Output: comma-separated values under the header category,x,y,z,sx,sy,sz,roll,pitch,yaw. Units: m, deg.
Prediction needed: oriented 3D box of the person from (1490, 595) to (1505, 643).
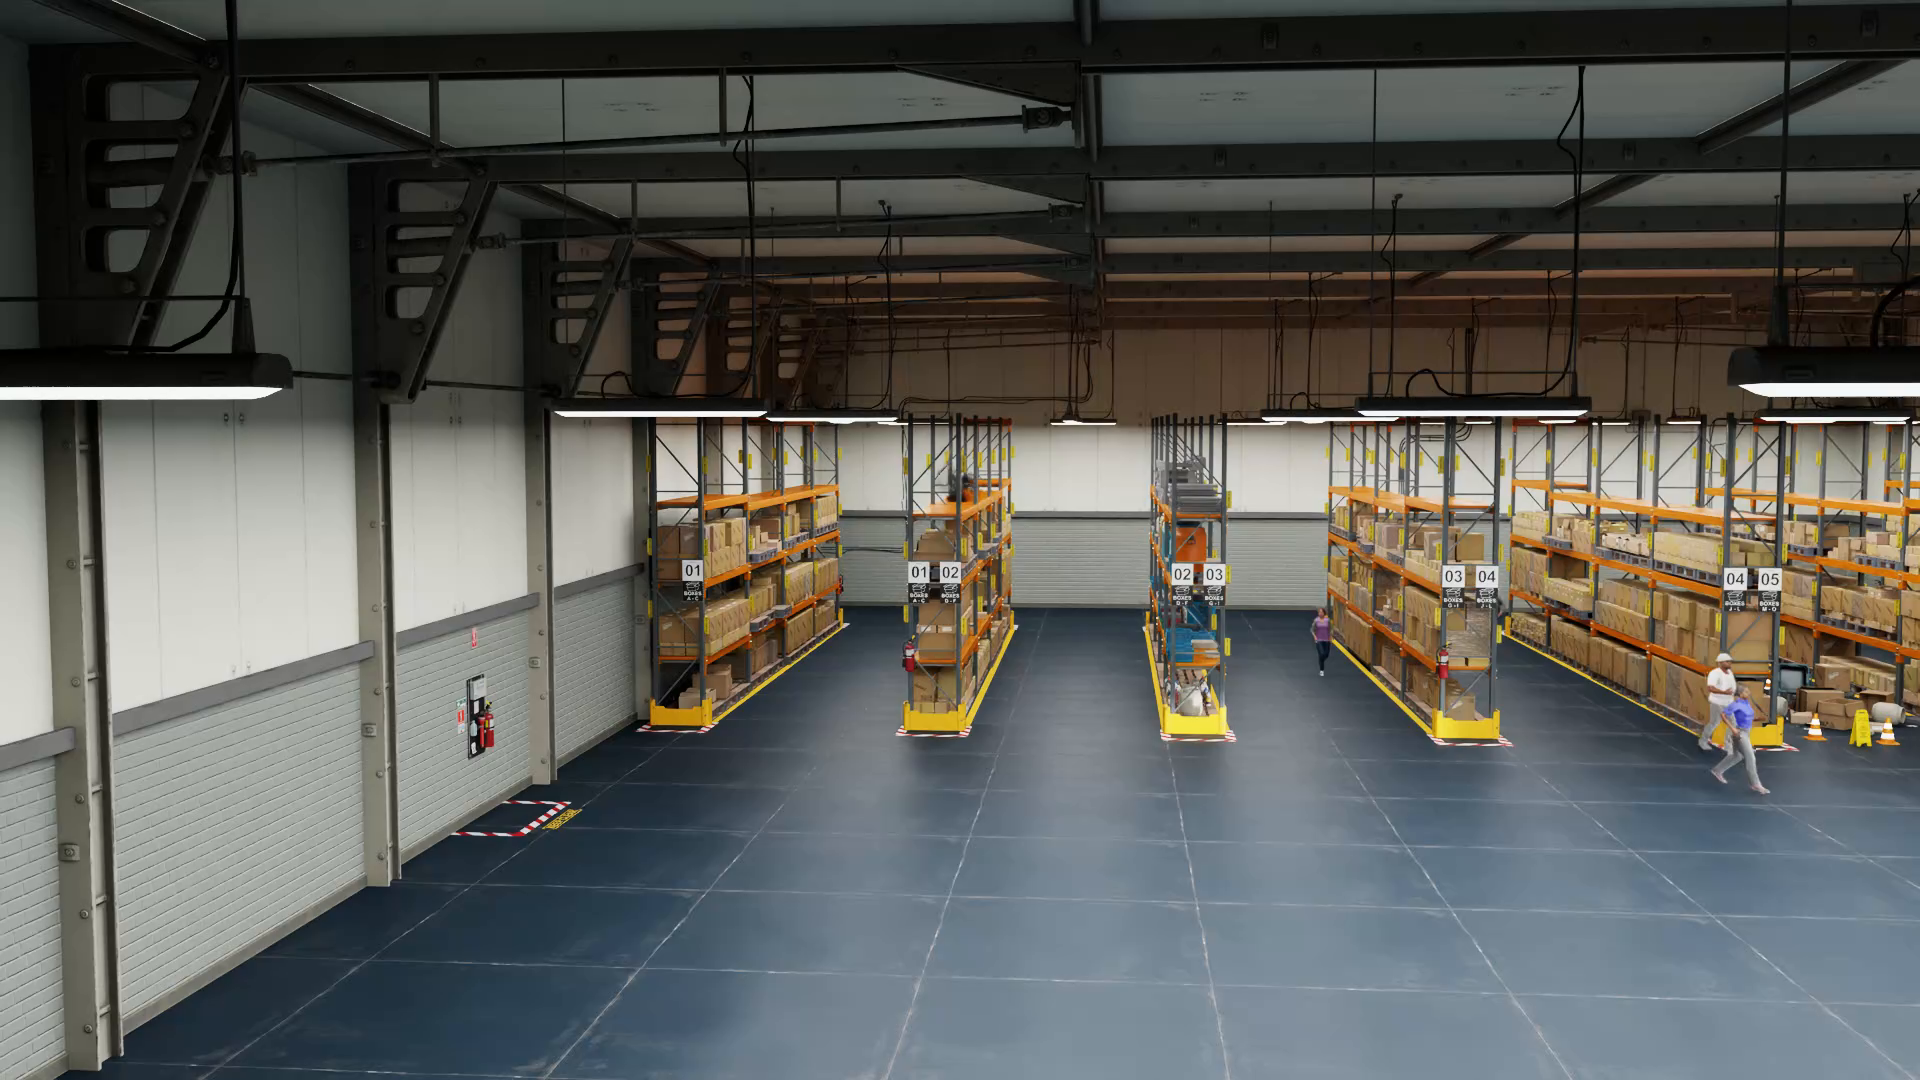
category,x,y,z,sx,sy,sz,roll,pitch,yaw
person,13.620,2.002,42.643,0.672,1.718,0.758,1,4,12

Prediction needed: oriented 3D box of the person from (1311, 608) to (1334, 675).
category,x,y,z,sx,sy,sz,roll,pitch,yaw
person,8.428,2.350,38.687,0.537,1.568,0.506,1,4,10

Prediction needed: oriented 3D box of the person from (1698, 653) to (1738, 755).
category,x,y,z,sx,sy,sz,roll,pitch,yaw
person,13.346,2.896,29.143,0.720,1.849,0.759,-2,4,-26

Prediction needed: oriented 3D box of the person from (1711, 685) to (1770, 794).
category,x,y,z,sx,sy,sz,roll,pitch,yaw
person,12.322,3.114,26.237,0.929,1.646,0.570,3,5,41
